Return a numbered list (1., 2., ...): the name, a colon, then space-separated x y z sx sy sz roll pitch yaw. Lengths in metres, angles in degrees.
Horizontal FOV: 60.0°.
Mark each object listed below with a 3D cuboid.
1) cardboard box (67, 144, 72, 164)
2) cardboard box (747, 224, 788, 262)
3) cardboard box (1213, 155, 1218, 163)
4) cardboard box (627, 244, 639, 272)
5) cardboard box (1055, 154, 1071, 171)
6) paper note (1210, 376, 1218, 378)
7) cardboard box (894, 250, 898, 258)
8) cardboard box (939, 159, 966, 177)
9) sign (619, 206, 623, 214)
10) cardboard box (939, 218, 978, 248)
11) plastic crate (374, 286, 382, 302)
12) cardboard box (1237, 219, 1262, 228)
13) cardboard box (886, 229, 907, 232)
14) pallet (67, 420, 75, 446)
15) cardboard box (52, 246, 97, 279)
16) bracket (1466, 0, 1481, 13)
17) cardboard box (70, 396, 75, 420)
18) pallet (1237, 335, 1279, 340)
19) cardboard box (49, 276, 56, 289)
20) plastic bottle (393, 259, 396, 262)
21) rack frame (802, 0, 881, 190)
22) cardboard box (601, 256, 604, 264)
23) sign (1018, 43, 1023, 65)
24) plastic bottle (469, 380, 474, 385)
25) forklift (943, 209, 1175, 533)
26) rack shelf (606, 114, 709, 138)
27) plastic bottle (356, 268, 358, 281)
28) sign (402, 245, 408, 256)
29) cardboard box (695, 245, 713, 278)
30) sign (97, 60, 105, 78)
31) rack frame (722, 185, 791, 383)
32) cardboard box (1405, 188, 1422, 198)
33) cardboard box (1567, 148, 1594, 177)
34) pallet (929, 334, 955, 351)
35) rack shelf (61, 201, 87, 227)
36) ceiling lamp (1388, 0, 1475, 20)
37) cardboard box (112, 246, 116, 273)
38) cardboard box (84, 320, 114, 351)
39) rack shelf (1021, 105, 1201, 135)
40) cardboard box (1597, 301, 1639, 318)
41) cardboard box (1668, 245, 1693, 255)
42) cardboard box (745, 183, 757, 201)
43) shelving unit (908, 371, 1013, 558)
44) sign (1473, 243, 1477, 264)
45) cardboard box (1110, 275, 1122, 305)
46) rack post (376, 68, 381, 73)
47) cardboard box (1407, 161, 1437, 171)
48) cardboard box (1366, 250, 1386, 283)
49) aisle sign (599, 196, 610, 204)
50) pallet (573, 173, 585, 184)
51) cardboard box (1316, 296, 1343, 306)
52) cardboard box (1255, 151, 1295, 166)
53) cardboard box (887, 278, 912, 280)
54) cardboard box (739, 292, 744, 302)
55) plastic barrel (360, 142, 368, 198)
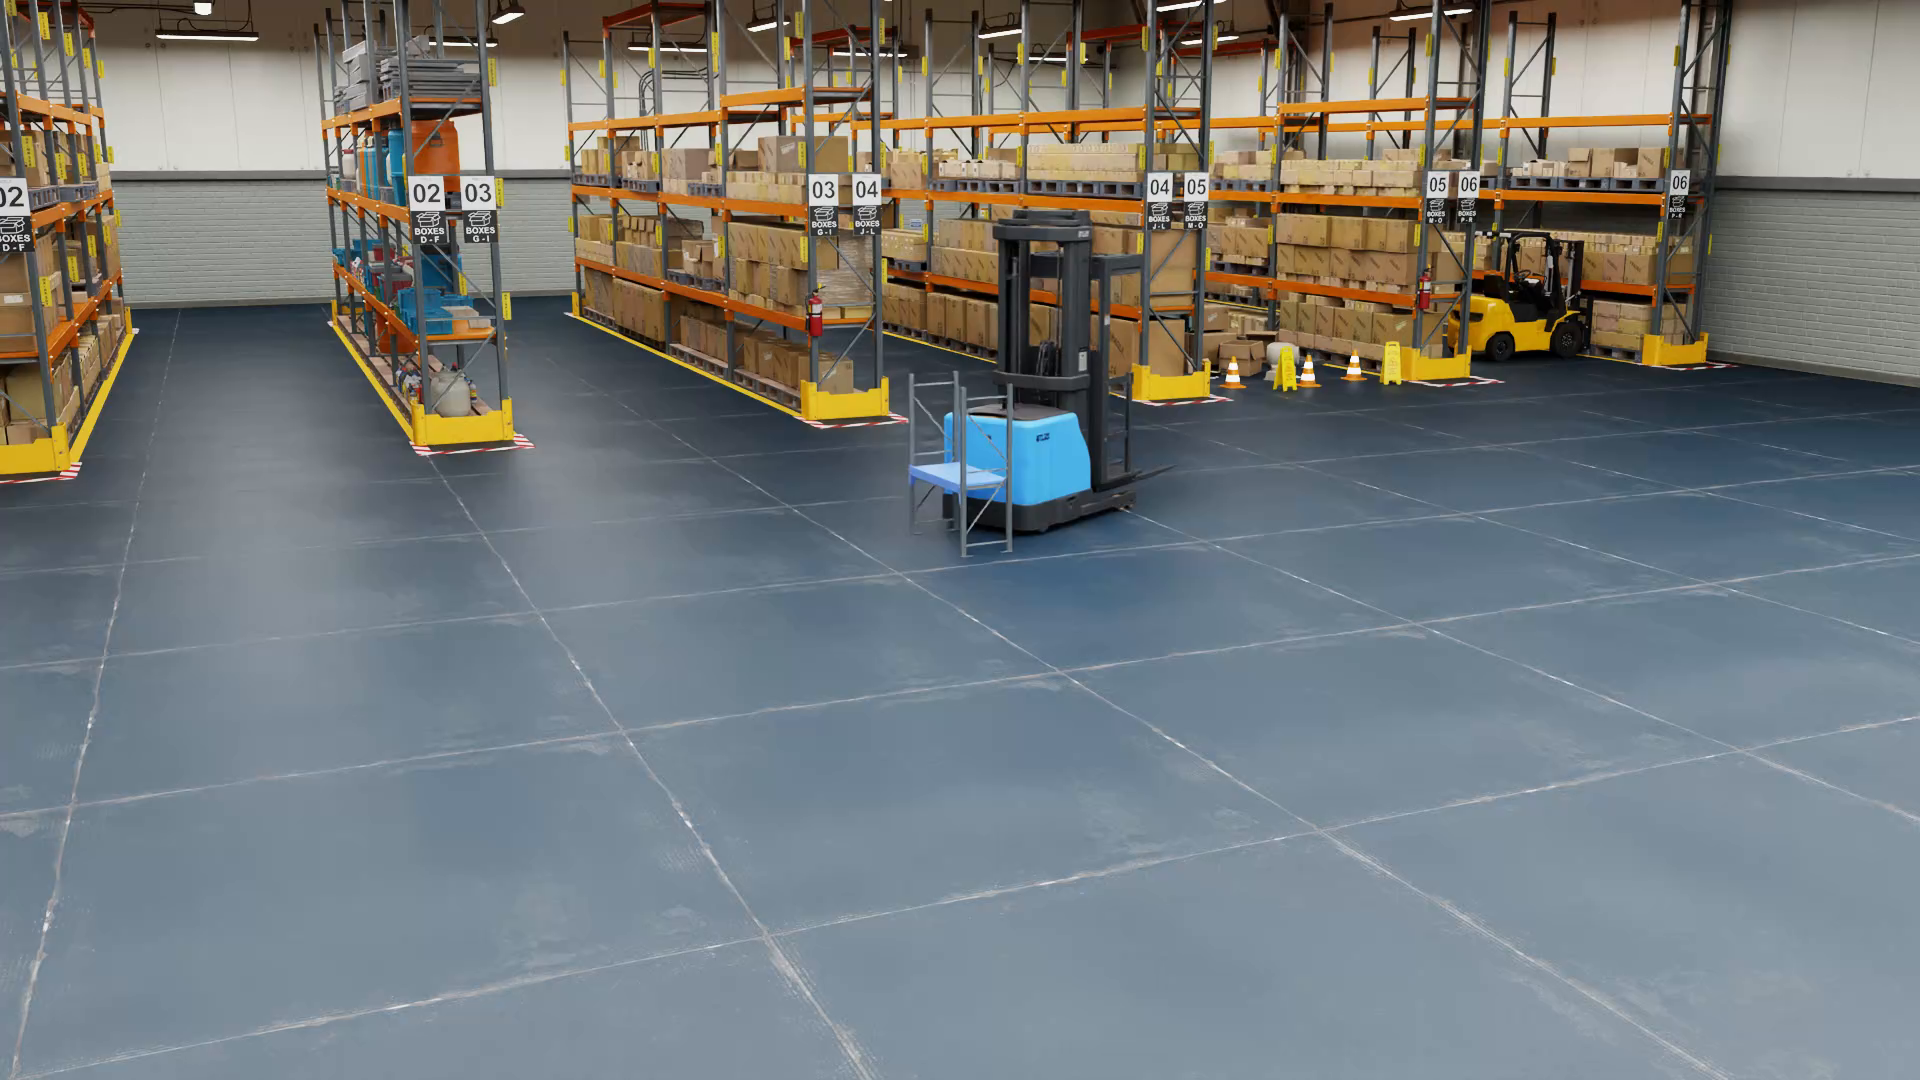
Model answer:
1. cardboard box: -14.983 -6.228 27.479 0.600 0.600 0.600 -6 14 -24
2. cardboard box: -2.775 -4.311 24.124 0.500 0.500 0.500 -6 14 -23
3. cardboard box: 6.258 -9.125 39.934 0.500 0.250 0.500 -5 14 -21
4. cardboard box: -5.971 -5.329 31.401 0.500 0.500 0.500 -6 14 -24
5. cardboard box: 1.807 -5.831 25.661 0.500 0.250 0.500 -6 14 -24
6. paper note: 4.008 -2.575 26.310 0.144 0.017 0.142 -1 13 -4
7. cardboard box: -1.057 -5.505 32.009 0.380 0.149 0.250 -6 14 -24
8. cardboard box: -0.052 -6.708 29.972 0.500 0.311 0.500 -6 14 -23
9. sign: -7.428 -7.157 36.429 0.100 0.325 0.005 -6 14 -23
10. cardboard box: 0.030 -5.648 30.562 0.700 0.500 0.500 -6 14 -23
11. plastic crate: -8.618 -3.736 25.210 0.450 0.188 0.662 -6 14 -23
12. cardboard box: 5.277 -5.778 30.311 0.380 0.149 0.250 -6 14 -25
13. cardboard box: -1.295 -6.284 34.054 0.380 0.149 0.250 -6 14 -25
14. pallet: -11.429 -1.279 20.310 1.003 0.211 1.213 -6 14 -23
15. cardboard box: -14.351 -4.464 26.733 0.700 0.500 0.500 -3 13 -12
16. bracket: 10.090 -10.494 32.650 0.235 0.232 0.430 -6 14 -23
17. cardboard box: -11.411 -1.641 20.855 0.500 0.250 0.500 -6 14 -23
18. pallet: 5.644 -3.650 30.551 1.003 0.211 1.213 -6 14 -23
19. cardboard box: -11.586 -3.227 20.880 0.380 0.149 0.250 -6 14 -23
20. plastic bottle: -10.412 -5.045 30.672 0.152 0.276 0.135 -6 14 -23
21. rack frame: -1.521 -6.049 21.428 1.000 3.000 0.127 -6 14 -23
22. cardboard box: -7.059 -5.676 33.677 0.380 0.149 0.250 -5 14 -22
23. sign: 0.969 -7.744 26.507 0.100 0.325 0.005 -6 14 -23
24. plastic bottle: -6.574 -2.021 22.377 0.061 0.283 0.133 -5 14 -22
25. forklift: 1.115 -1.774 16.415 1.130 2.935 3.031 9 16 35
26. rack shelf: -5.527 -7.569 30.481 1.077 0.370 4.000 -6 14 -23
27. plastic bottle: -10.506 -4.679 29.101 0.097 0.271 0.097 0 13 0
28. sign: -10.361 -5.342 31.065 0.100 0.325 0.005 -6 14 -23
29. cardboard box: -3.902 -4.557 27.127 0.797 0.503 0.637 -4 14 -17
30. sign: -16.492 -9.039 31.923 0.100 0.325 0.005 -6 14 -23
31. rack frame: -3.123 -3.952 25.675 1.000 3.000 0.127 -6 14 -23
32. cardboard box: 7.160 -5.409 25.871 0.380 0.149 0.250 -6 14 -23
33. cardboard box: 11.187 -6.650 29.294 0.797 0.503 0.637 -5 14 -21
34. pallet: 0.106 -3.678 30.672 1.003 0.211 1.213 -6 14 -23
35. rack shelf: -13.003 -4.583 23.340 1.077 0.370 4.000 -6 14 -23
36. ceiling lamp: 8.545 -10.836 29.167 0.800 3.185 2.000 -6 14 -23
37. cardboard box: -15.972 -5.204 30.860 0.500 0.500 0.500 -6 14 -24
38. cardboard box: -14.555 -3.425 27.965 0.500 0.500 0.500 -5 14 -22
39. rack shelf: 2.263 -6.344 25.185 1.077 0.370 4.000 -6 14 -23
40. cardboard box: 11.425 -3.994 28.805 0.500 0.250 0.500 -5 14 -22
41. cardboard box: 12.207 -4.928 28.232 0.380 0.149 0.250 -6 14 -24
42. cardboard box: -2.772 -5.012 23.934 0.500 0.250 0.500 -6 14 -25
43. shelving unit: -0.007 -0.700 14.950 0.538 1.500 1.048 -7 15 -27
44. sign: 8.056 -4.492 26.086 0.100 0.325 0.005 -6 14 -23
45. cardboard box: 2.634 -3.810 24.729 0.875 0.550 0.550 -6 14 -23
46. rack post: -9.666 -7.658 27.235 0.624 0.289 0.986 -6 14 -23
47. cardboard box: 7.153 -5.792 25.759 0.380 0.149 0.250 -5 14 -22
48. cardboard box: 6.893 -4.406 26.753 0.500 0.500 0.500 -6 14 -23
49. aisle sign: -7.684 -7.740 36.275 0.394 0.787 0.004 -6 14 -23
50. pallet: -7.624 -7.698 35.401 1.003 0.211 1.213 -6 14 -23
51. cardboard box: 6.259 -4.055 28.183 0.380 0.149 0.250 -5 14 -20
52. cardboard box: 5.608 -6.792 29.585 0.500 0.250 0.500 -5 14 -22
53. cardboard box: -1.213 -5.253 34.245 0.500 0.250 0.500 -6 14 -24
54. cardboard box: -3.099 -3.656 24.953 0.380 0.149 0.250 -6 14 -23
55. plastic barrel: -8.872 -5.678 25.524 0.600 0.830 0.708 -6 14 -23
